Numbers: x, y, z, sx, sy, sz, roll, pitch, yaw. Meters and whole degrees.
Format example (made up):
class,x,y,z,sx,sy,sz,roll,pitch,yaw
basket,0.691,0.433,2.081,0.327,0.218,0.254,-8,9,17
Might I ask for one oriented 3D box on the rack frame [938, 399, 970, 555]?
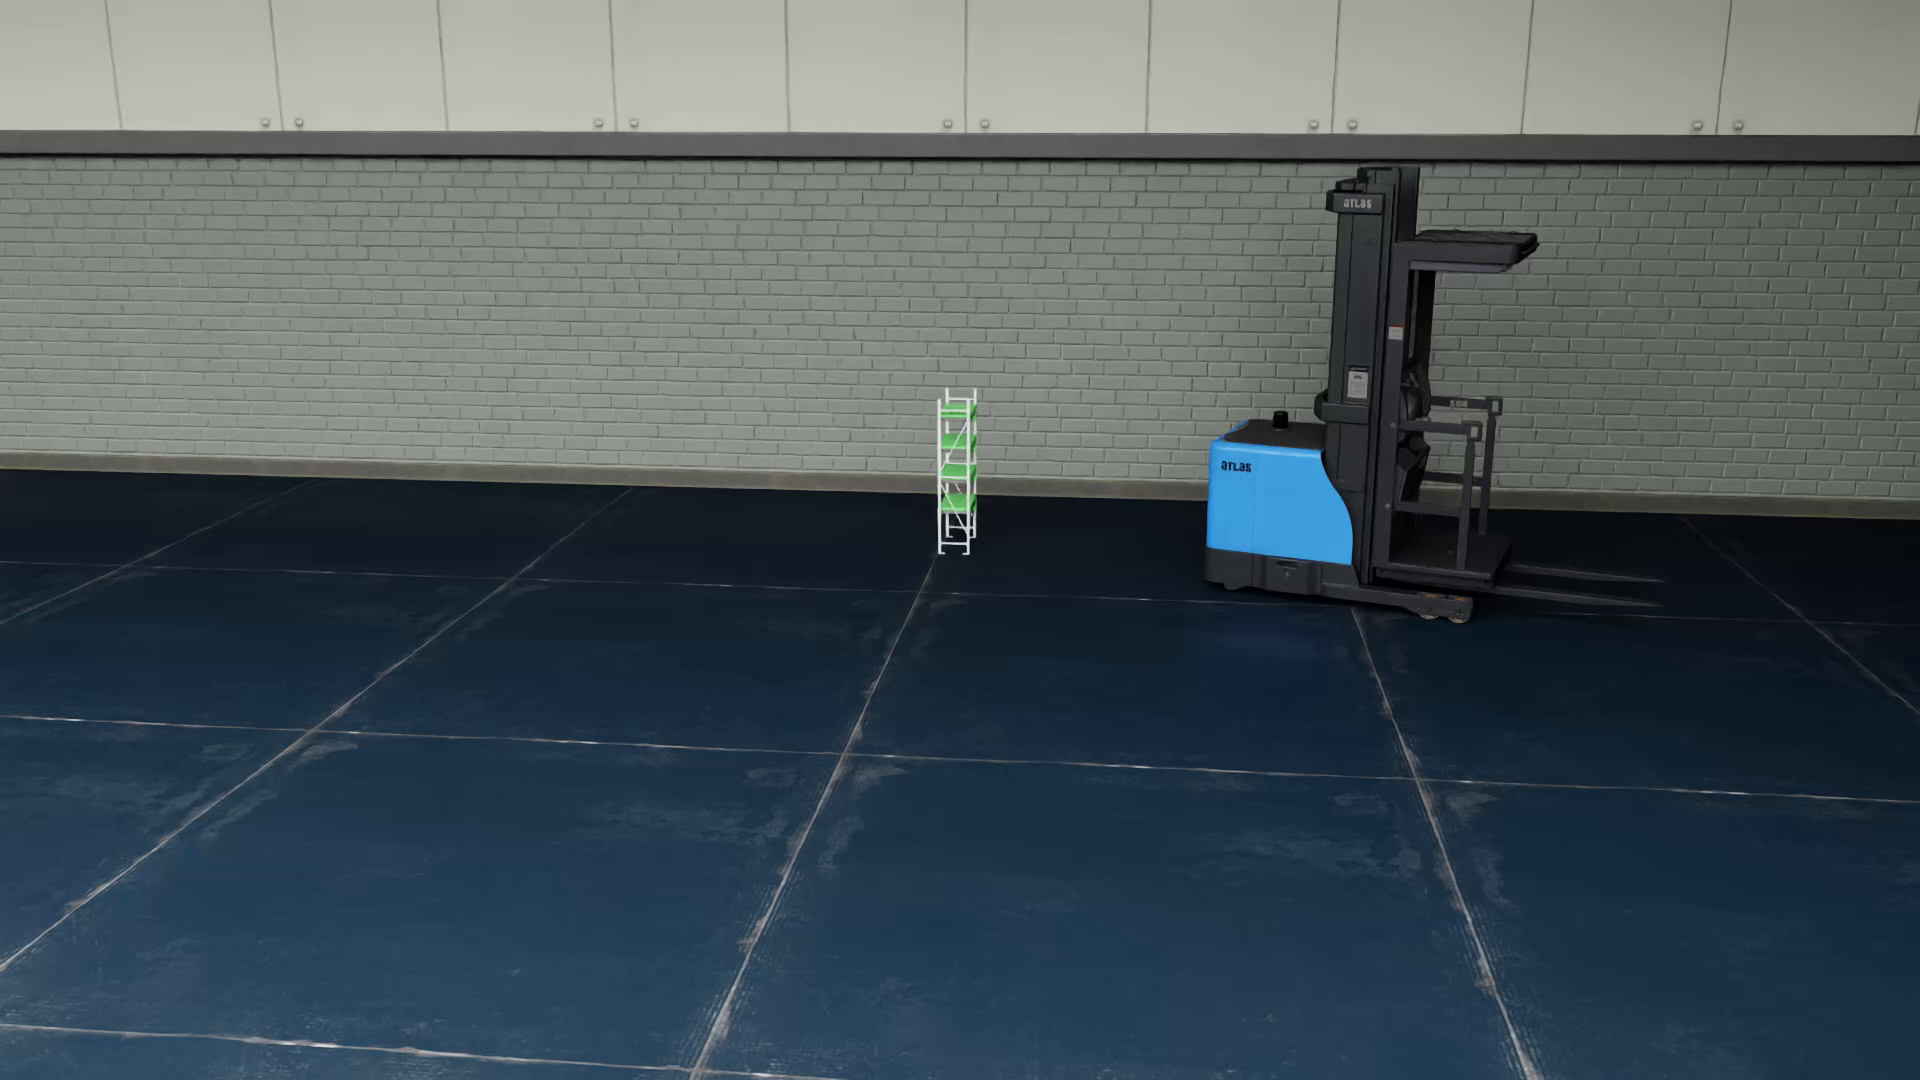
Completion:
class,x,y,z,sx,sy,sz,roll,pitch,yaw
rack frame,-0.046,-0.473,12.613,0.240,1.200,0.015,2,15,6

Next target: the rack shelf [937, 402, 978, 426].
class,x,y,z,sx,sy,sz,roll,pitch,yaw
rack shelf,-0.019,-0.938,12.738,0.258,0.148,0.480,2,15,6

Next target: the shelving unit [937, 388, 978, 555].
class,x,y,z,sx,sy,sz,roll,pitch,yaw
shelving unit,-0.019,-0.536,12.847,0.258,1.200,0.503,2,15,6

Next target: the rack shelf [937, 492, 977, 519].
class,x,y,z,sx,sy,sz,roll,pitch,yaw
rack shelf,-0.019,-0.243,12.926,0.258,0.148,0.480,2,15,6

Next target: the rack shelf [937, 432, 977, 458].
class,x,y,z,sx,sy,sz,roll,pitch,yaw
rack shelf,-0.019,-0.706,12.801,0.258,0.148,0.480,2,15,6

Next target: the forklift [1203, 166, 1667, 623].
class,x,y,z,sx,sy,sz,roll,pitch,yaw
forklift,3.295,-1.017,11.308,3.031,2.935,1.130,7,17,24

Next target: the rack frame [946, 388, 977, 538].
class,x,y,z,sx,sy,sz,roll,pitch,yaw
rack frame,0.009,-0.600,13.081,0.240,1.200,0.015,2,15,6

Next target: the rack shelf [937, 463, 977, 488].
class,x,y,z,sx,sy,sz,roll,pitch,yaw
rack shelf,-0.019,-0.475,12.863,0.258,0.148,0.480,2,15,6
